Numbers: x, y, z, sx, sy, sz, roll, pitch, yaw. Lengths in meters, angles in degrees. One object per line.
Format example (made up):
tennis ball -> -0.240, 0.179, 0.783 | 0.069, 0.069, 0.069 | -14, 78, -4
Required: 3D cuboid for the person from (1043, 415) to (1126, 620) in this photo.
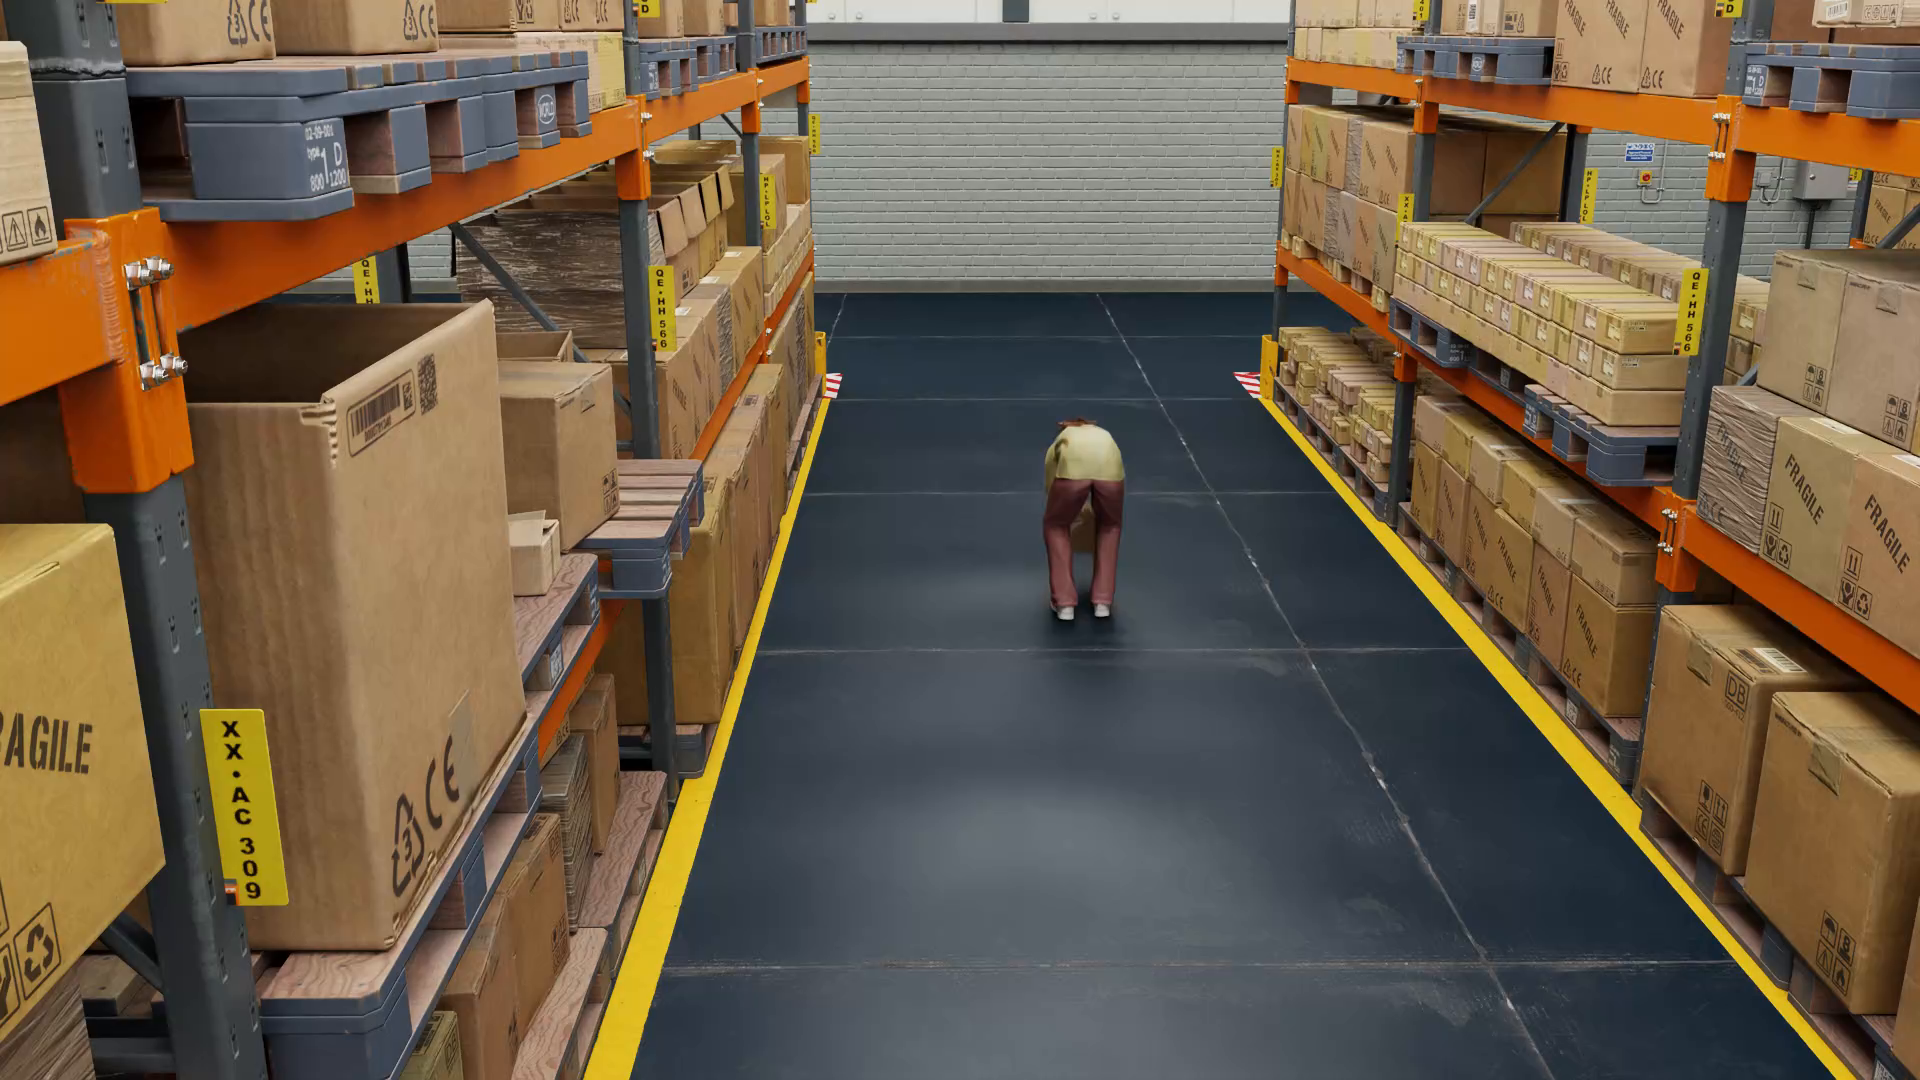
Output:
person -> 0.662, -0.137, 9.126 | 0.432, 1.005, 0.870 | -1, 17, -3
